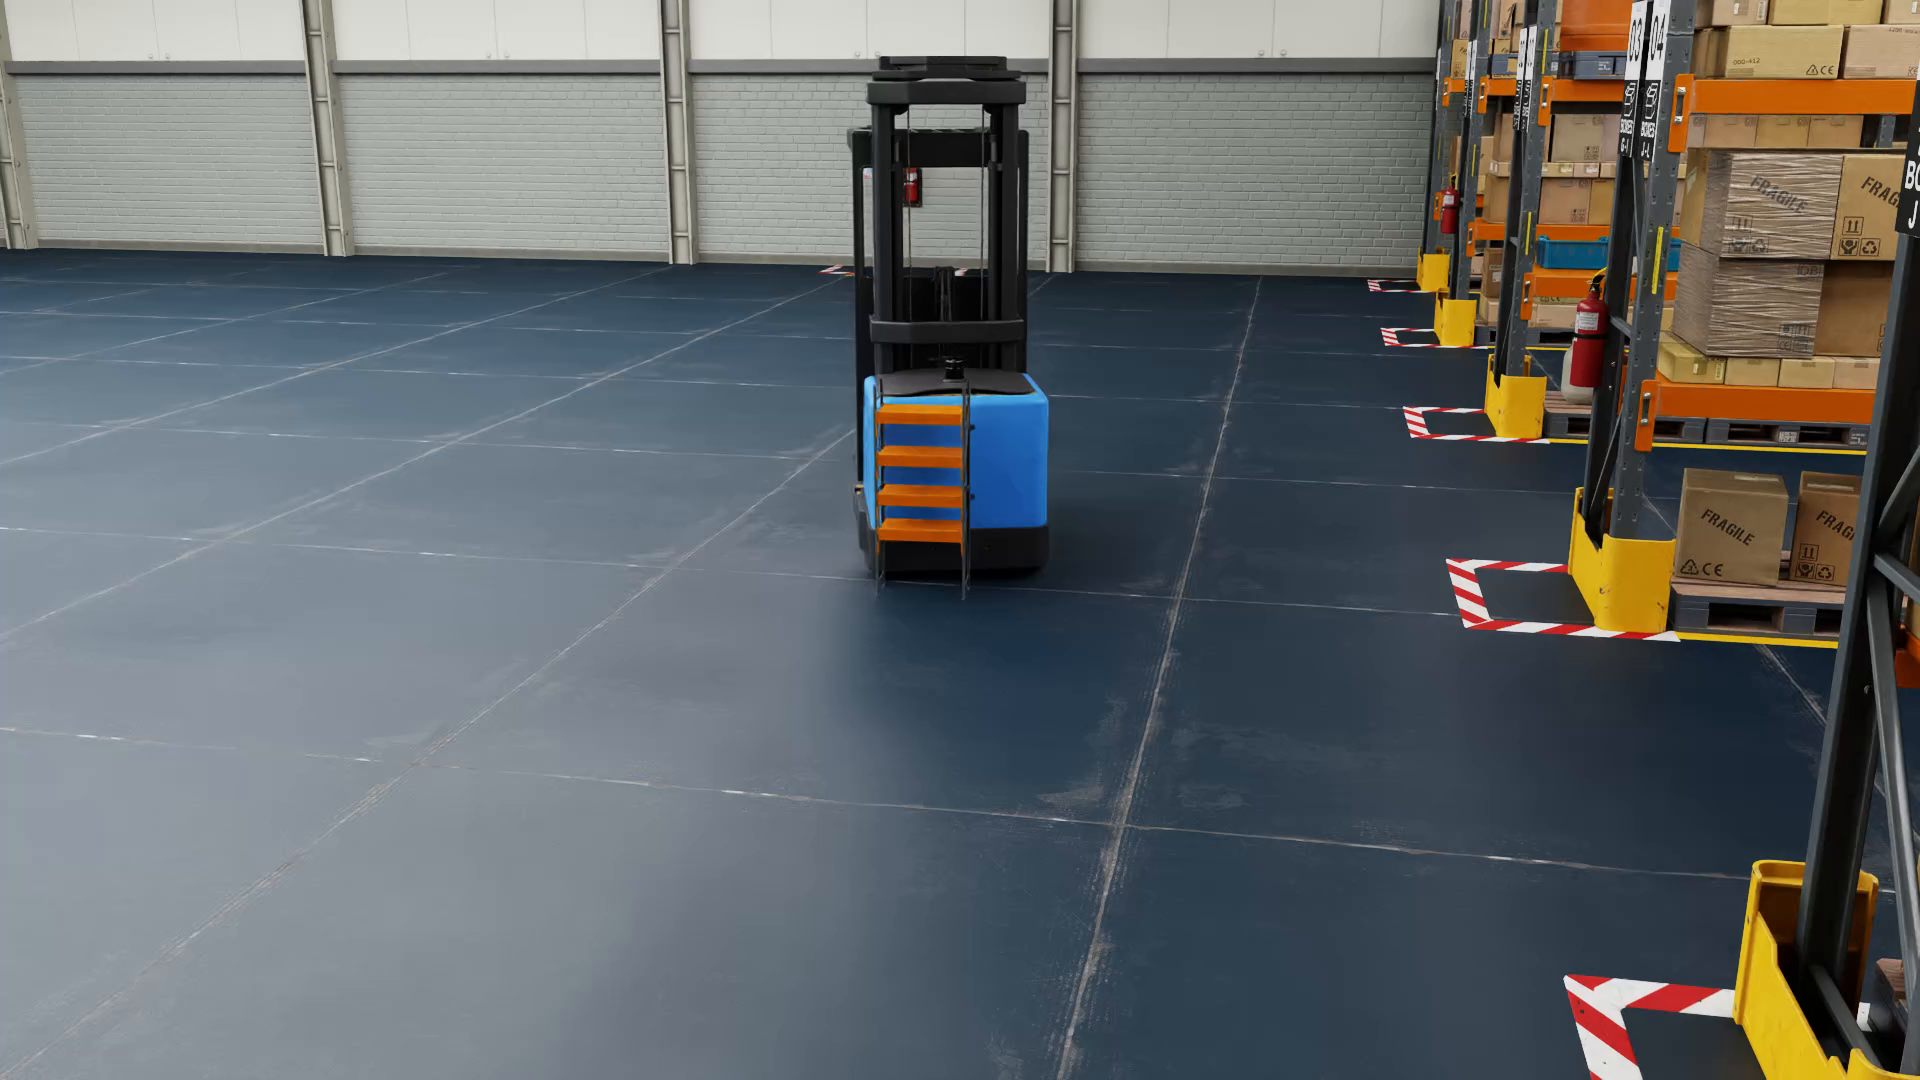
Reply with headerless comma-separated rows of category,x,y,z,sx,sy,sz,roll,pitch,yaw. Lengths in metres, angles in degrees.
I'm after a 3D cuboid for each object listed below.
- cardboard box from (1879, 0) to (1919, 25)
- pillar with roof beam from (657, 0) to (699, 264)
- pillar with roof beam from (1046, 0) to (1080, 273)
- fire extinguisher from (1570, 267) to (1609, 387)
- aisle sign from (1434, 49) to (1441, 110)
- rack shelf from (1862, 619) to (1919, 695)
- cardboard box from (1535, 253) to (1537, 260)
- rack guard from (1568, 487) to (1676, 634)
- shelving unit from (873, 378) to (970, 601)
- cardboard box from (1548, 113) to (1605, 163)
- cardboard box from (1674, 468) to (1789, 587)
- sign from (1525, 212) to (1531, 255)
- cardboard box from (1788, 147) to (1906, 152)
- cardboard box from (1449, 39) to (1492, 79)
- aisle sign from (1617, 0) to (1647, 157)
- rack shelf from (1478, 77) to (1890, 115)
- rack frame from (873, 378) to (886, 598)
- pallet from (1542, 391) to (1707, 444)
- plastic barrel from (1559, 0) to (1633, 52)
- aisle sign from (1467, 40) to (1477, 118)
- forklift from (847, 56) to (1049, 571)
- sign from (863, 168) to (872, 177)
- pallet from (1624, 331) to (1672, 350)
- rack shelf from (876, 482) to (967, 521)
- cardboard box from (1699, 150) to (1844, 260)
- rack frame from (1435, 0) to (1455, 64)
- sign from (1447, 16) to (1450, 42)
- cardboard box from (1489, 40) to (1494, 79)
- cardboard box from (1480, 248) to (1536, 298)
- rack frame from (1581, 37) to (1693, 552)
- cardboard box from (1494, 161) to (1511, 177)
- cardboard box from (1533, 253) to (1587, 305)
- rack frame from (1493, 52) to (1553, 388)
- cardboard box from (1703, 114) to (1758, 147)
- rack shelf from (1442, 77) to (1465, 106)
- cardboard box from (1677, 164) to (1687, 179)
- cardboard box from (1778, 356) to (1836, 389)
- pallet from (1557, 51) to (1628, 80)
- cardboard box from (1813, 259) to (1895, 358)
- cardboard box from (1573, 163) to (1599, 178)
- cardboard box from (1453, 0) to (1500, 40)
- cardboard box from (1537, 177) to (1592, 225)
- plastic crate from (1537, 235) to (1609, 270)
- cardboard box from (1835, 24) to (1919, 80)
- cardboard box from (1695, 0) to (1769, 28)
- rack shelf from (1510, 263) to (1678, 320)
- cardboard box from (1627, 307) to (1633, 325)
cardboard box,4.561,-2.554,8.007,0.250,0.149,0.380,4,16,13
pillar with roof beam,-5.220,-7.597,21.059,0.400,9.000,9.100,3,16,11
pillar with roof beam,0.660,-7.277,19.907,0.400,9.000,9.100,3,16,11
fire extinguisher,3.558,-1.206,9.373,0.183,0.674,0.296,3,16,11
aisle sign,6.409,-6.182,22.322,0.004,0.787,0.394,3,16,11
rack shelf,4.450,0.628,3.952,4.000,0.370,1.077,3,16,11
cardboard box,7.758,-3.830,22.911,0.500,0.311,0.500,4,16,16
rack guard,3.652,0.092,9.224,0.348,0.500,1.175,3,16,11
shelving unit,-0.207,-0.280,9.254,0.503,1.200,0.258,2,16,7
cardboard box,6.579,-4.324,17.865,0.500,0.500,0.700,3,16,10
cardboard box,4.187,-0.077,9.047,0.500,0.500,0.500,6,17,21
sign,4.451,-2.402,13.027,0.005,0.325,0.100,3,16,11
cardboard box,4.657,-1.801,8.756,0.500,0.500,0.500,3,16,11
cardboard box,6.817,-6.424,22.222,0.500,0.500,0.500,4,16,13
aisle sign,3.577,-2.451,8.853,0.004,0.787,0.394,3,16,11
rack shelf,7.516,-4.701,17.571,4.000,0.370,1.077,3,16,11
rack frame,-0.450,-0.287,9.282,0.015,1.200,0.240,2,16,7
pallet,5.444,-1.032,13.823,1.213,0.211,1.003,3,16,11
plastic barrel,5.066,-4.275,13.095,0.708,0.830,0.600,3,16,11
aisle sign,5.430,-4.884,17.636,0.004,0.787,0.394,3,16,11
forklift,-0.148,-1.575,10.688,1.130,2.935,3.031,-2,16,-6
sign,-1.417,-5.727,25.483,0.234,0.329,0.001,3,16,11
pallet,7.505,-2.269,18.288,1.213,0.211,1.003,3,16,11
rack shelf,-0.207,-0.215,9.272,0.480,0.148,0.258,2,16,7
cardboard box,4.063,-1.690,8.355,0.500,0.500,0.500,3,16,11
rack frame,6.539,-7.895,22.138,0.127,3.000,1.000,3,16,11
sign,6.431,-6.729,21.909,0.005,0.325,0.100,3,16,11
cardboard box,6.999,-6.552,22.681,0.500,0.500,0.500,4,16,15
cardboard box,6.141,-2.996,18.649,0.500,0.500,0.500,3,16,11
rack frame,3.578,-1.117,8.905,0.127,3.000,1.000,3,16,11
cardboard box,5.897,-3.992,17.881,0.250,0.149,0.380,3,16,11
cardboard box,6.527,-2.834,18.063,0.500,0.500,0.500,3,16,11
rack frame,4.565,-2.413,13.582,0.127,3.000,1.000,3,16,11
cardboard box,8.053,-4.244,17.577,0.500,0.500,0.700,3,16,11
rack shelf,8.499,-5.997,22.250,4.000,0.370,1.077,3,16,11
cardboard box,7.661,-3.896,17.535,0.250,0.149,0.380,4,16,13
cardboard box,4.293,-0.883,8.530,0.250,0.149,0.380,3,16,11
pallet,5.356,-3.698,12.956,1.213,0.211,1.003,3,16,11
cardboard box,4.625,-1.277,8.738,0.500,0.500,0.875,3,16,11
cardboard box,6.648,-3.951,17.733,0.250,0.149,0.380,3,16,10
cardboard box,6.868,-6.905,22.085,0.500,0.500,0.500,2,16,7
cardboard box,6.526,-3.701,18.048,0.500,0.500,0.700,4,16,13
plastic crate,5.115,-2.393,13.789,0.616,0.251,0.499,3,16,11
cardboard box,4.505,-2.371,8.095,0.500,0.250,0.500,3,16,10
cardboard box,3.802,-2.607,8.200,0.250,0.149,0.380,3,16,11
rack shelf,6.525,-1.959,13.294,4.000,0.370,1.077,3,16,11
cardboard box,7.017,-2.446,18.069,0.500,0.250,0.500,3,16,11
